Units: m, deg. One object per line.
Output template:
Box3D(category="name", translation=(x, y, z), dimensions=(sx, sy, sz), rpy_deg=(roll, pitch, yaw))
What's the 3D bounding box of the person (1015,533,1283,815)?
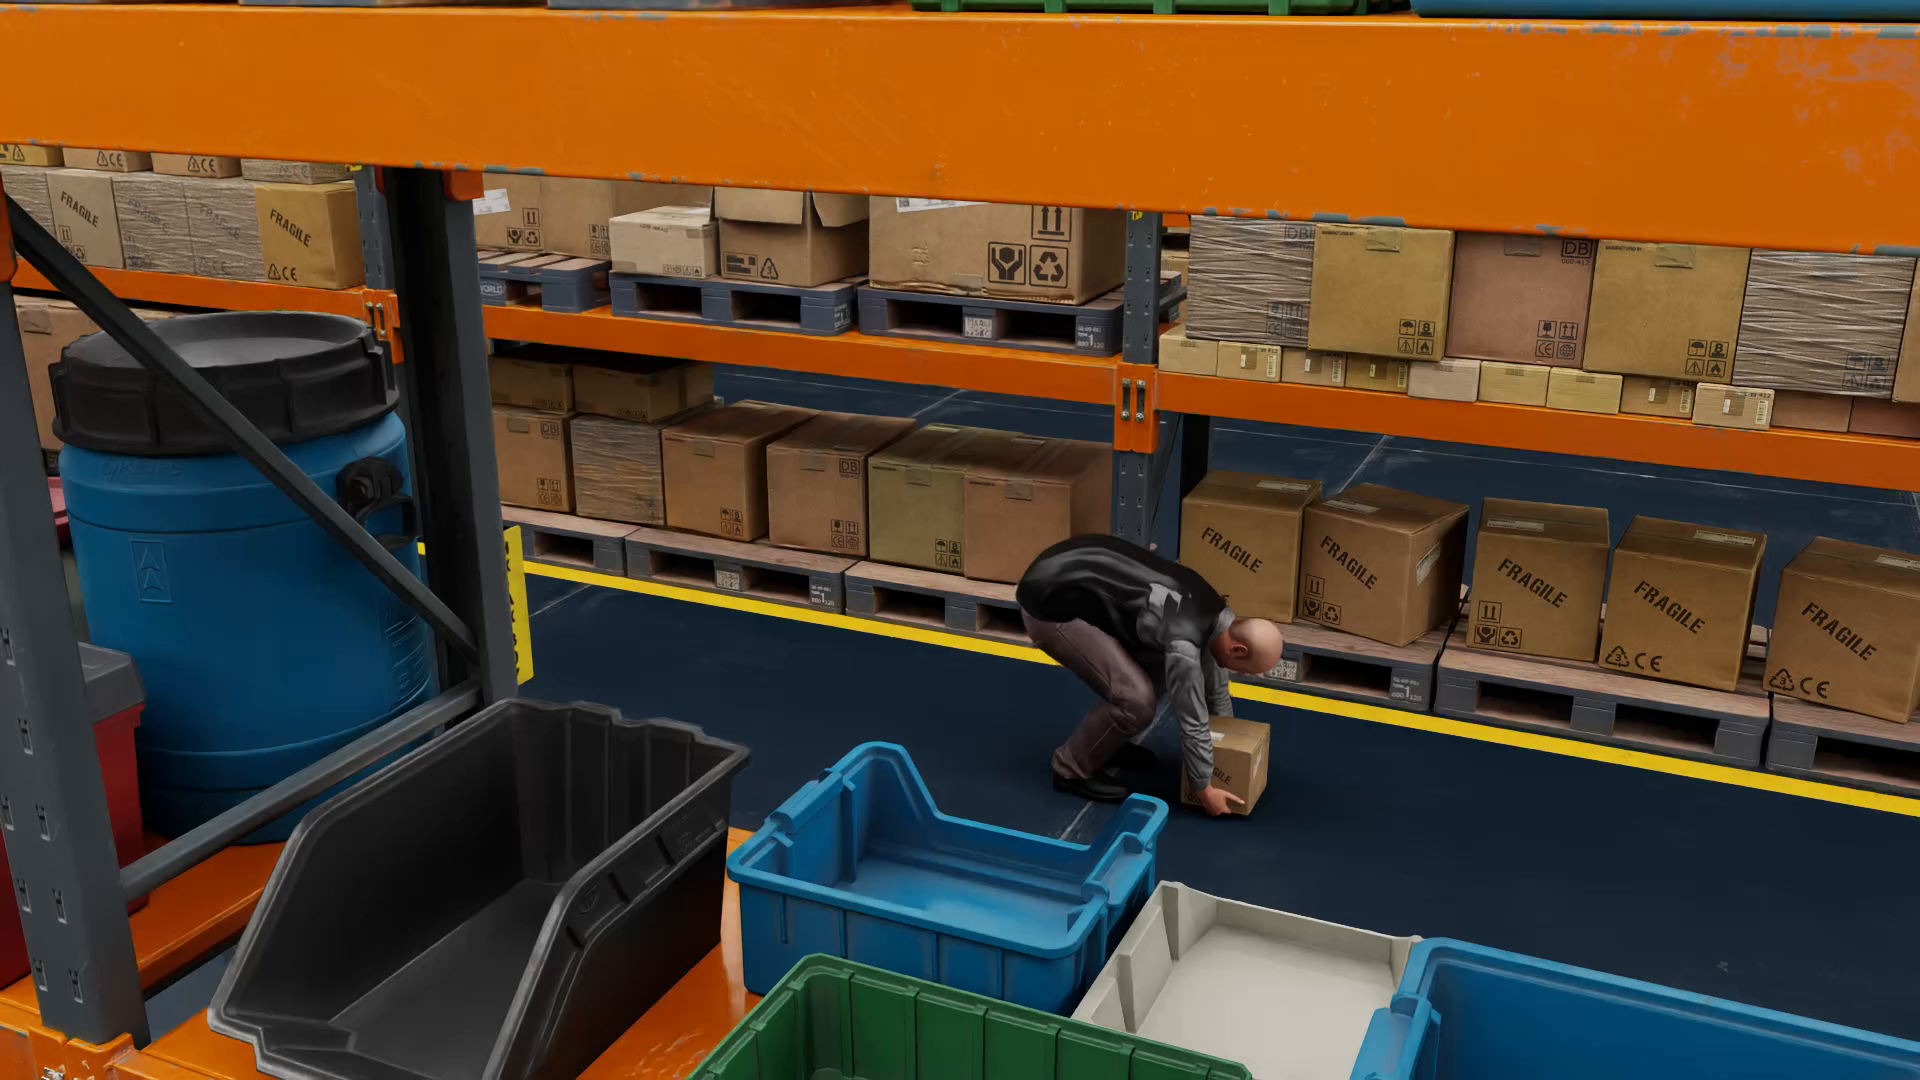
Box3D(category="person", translation=(0.679, 0.457, 5.982), dimensions=(0.946, 0.933, 0.517), rpy_deg=(7, 20, 20))
